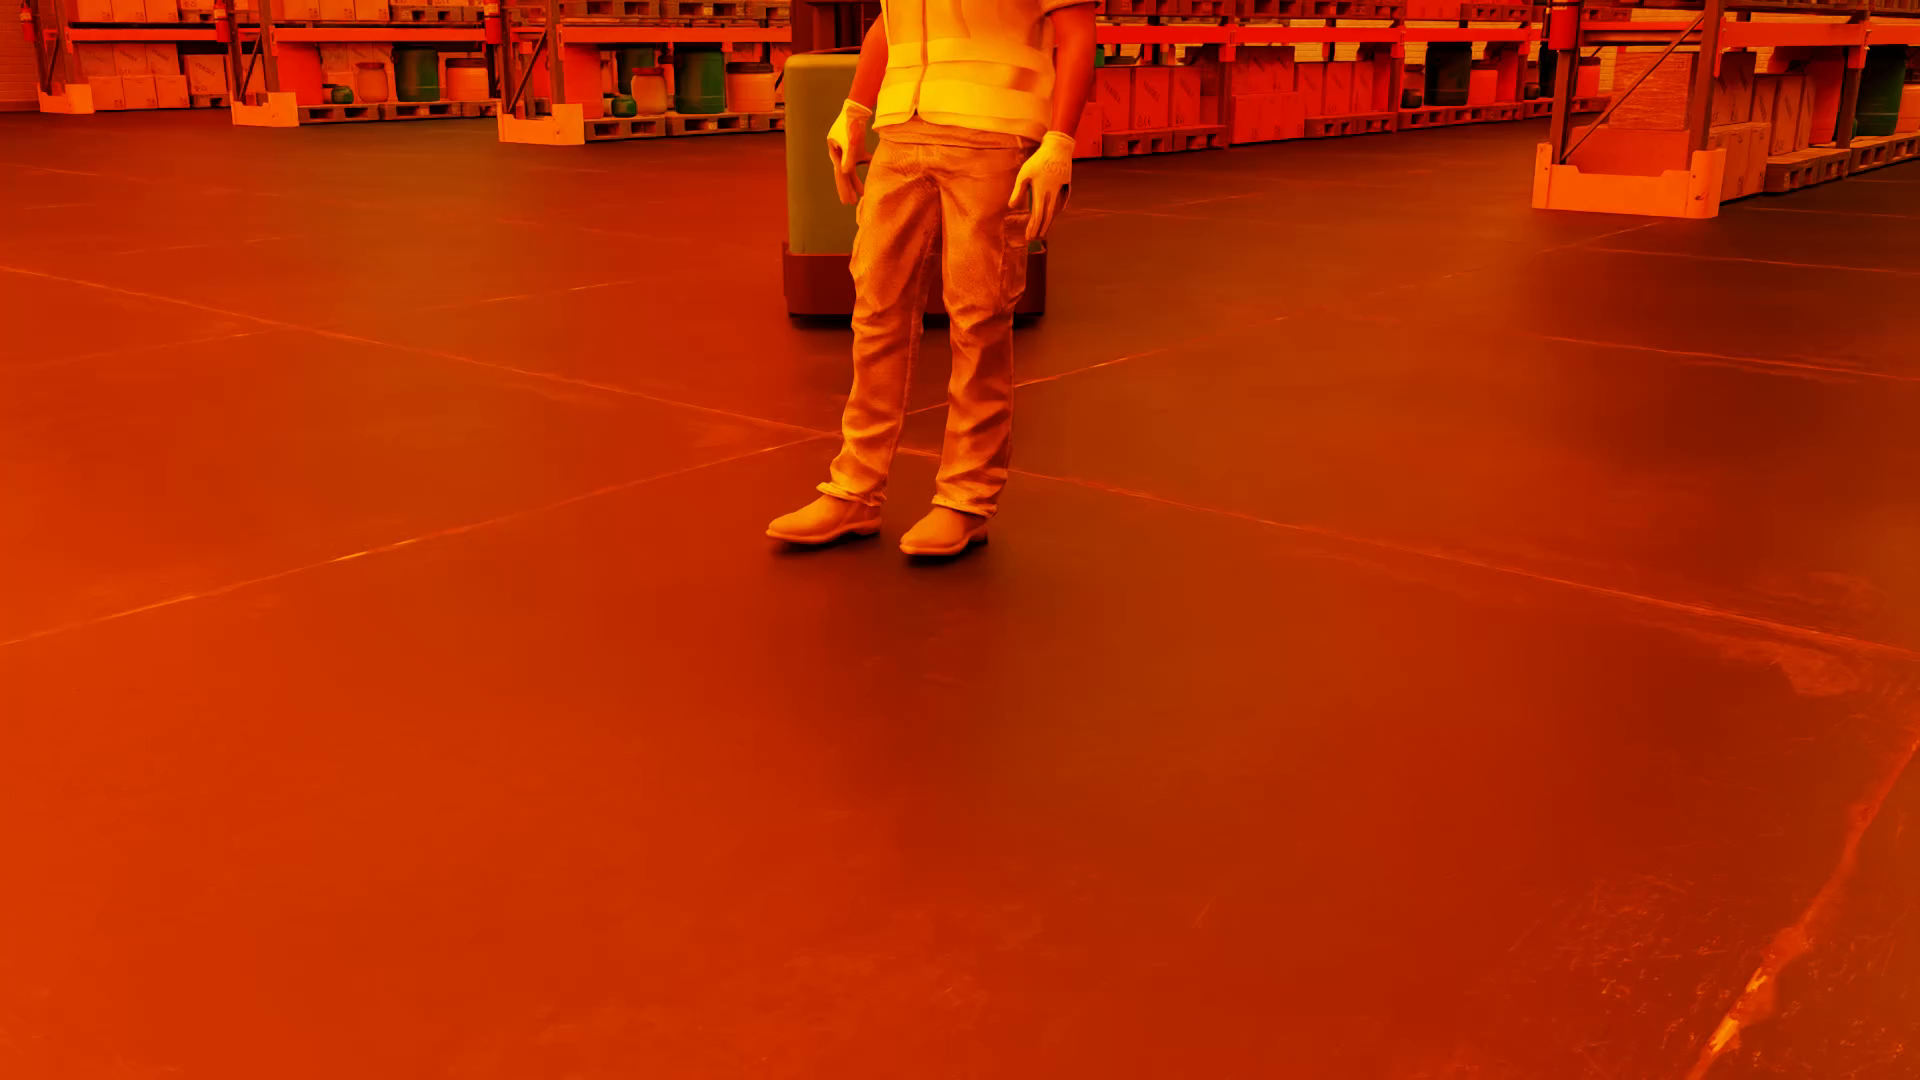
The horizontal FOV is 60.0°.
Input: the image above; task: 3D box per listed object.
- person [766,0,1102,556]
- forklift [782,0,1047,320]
[{"bbox_3d":[-0.053,-0.845,3.632,0.657,1.785,0.575,13,21,37],"label":"person"},{"bbox_3d":[-0.233,-2.680,7.724,1.130,2.935,3.031,-1,17,-2],"label":"forklift"}]
